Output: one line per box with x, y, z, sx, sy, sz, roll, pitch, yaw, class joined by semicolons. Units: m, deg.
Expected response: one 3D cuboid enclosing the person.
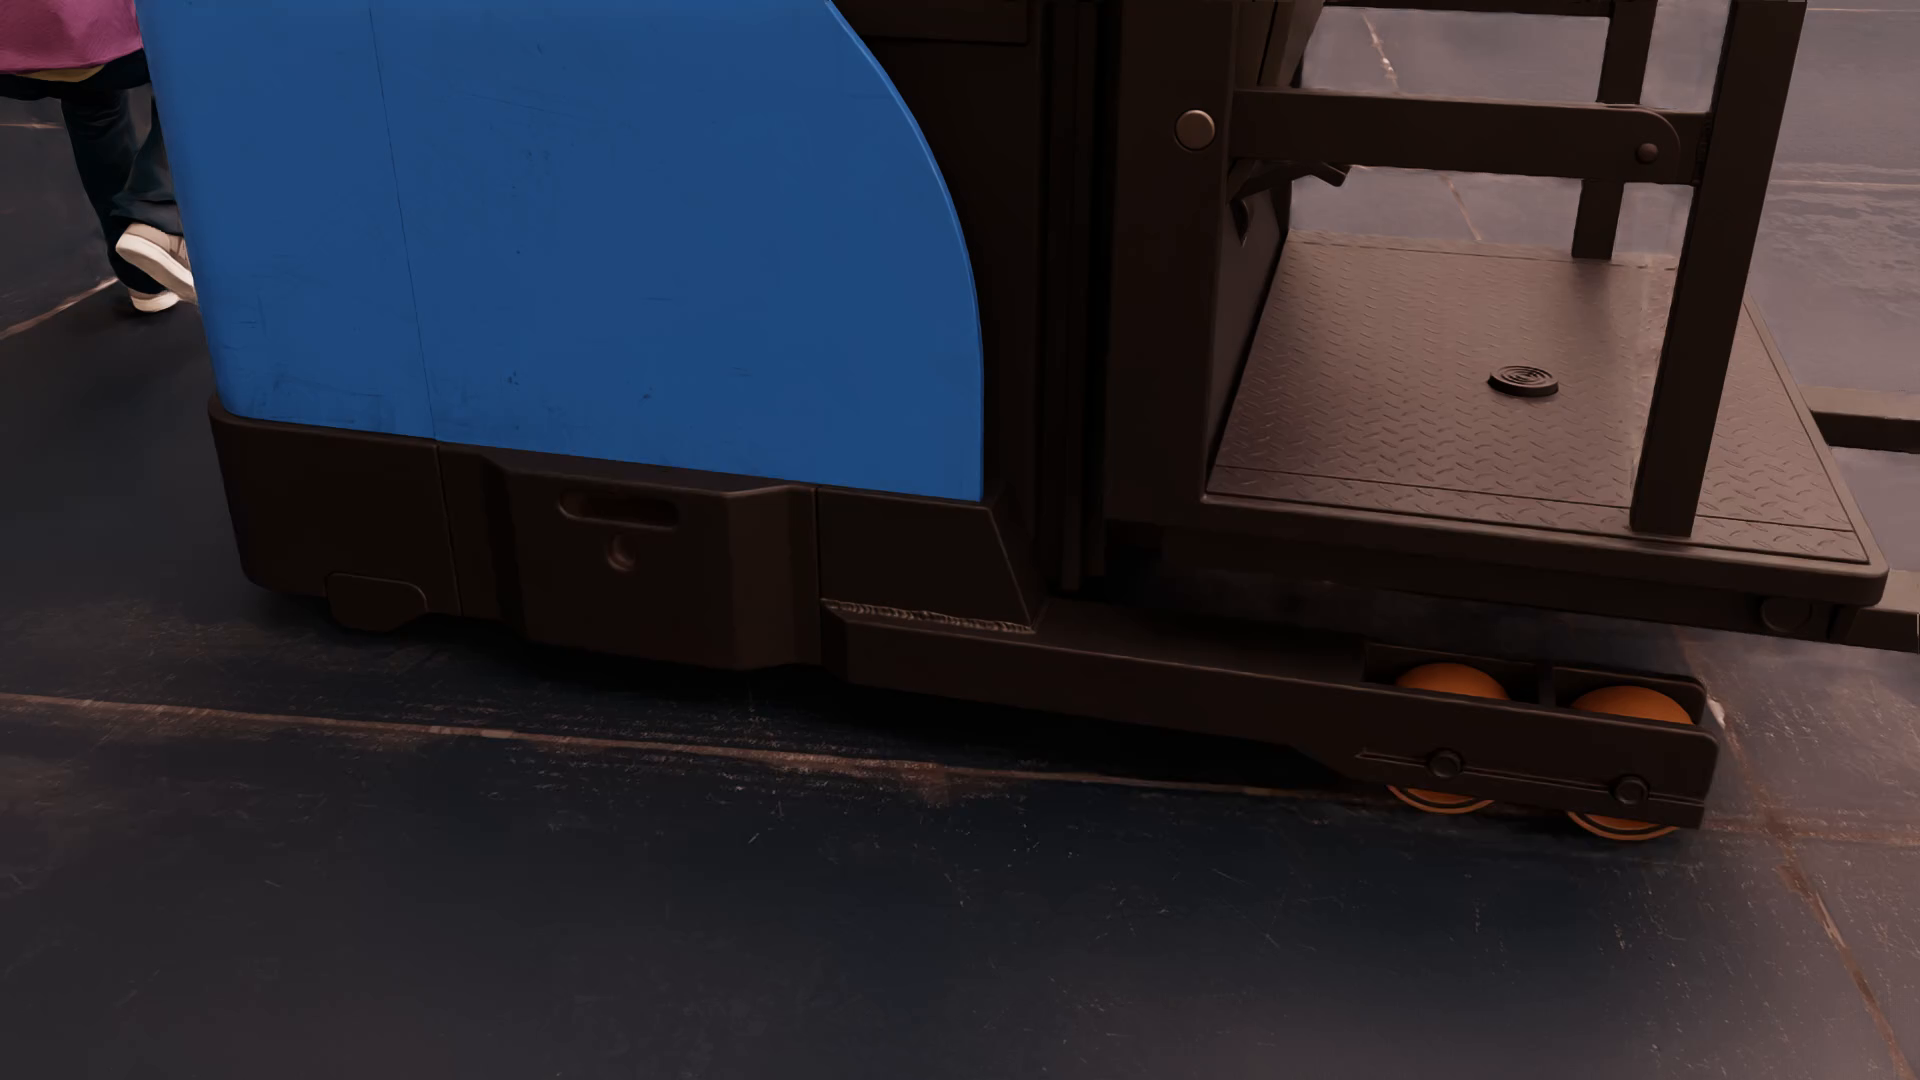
-1.565;-1.035;3.001;0.998;1.393;0.757;1;27;1;person

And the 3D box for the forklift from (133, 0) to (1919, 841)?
0.592;-1.244;1.710;3.031;2.935;1.130;7;27;13;forklift
